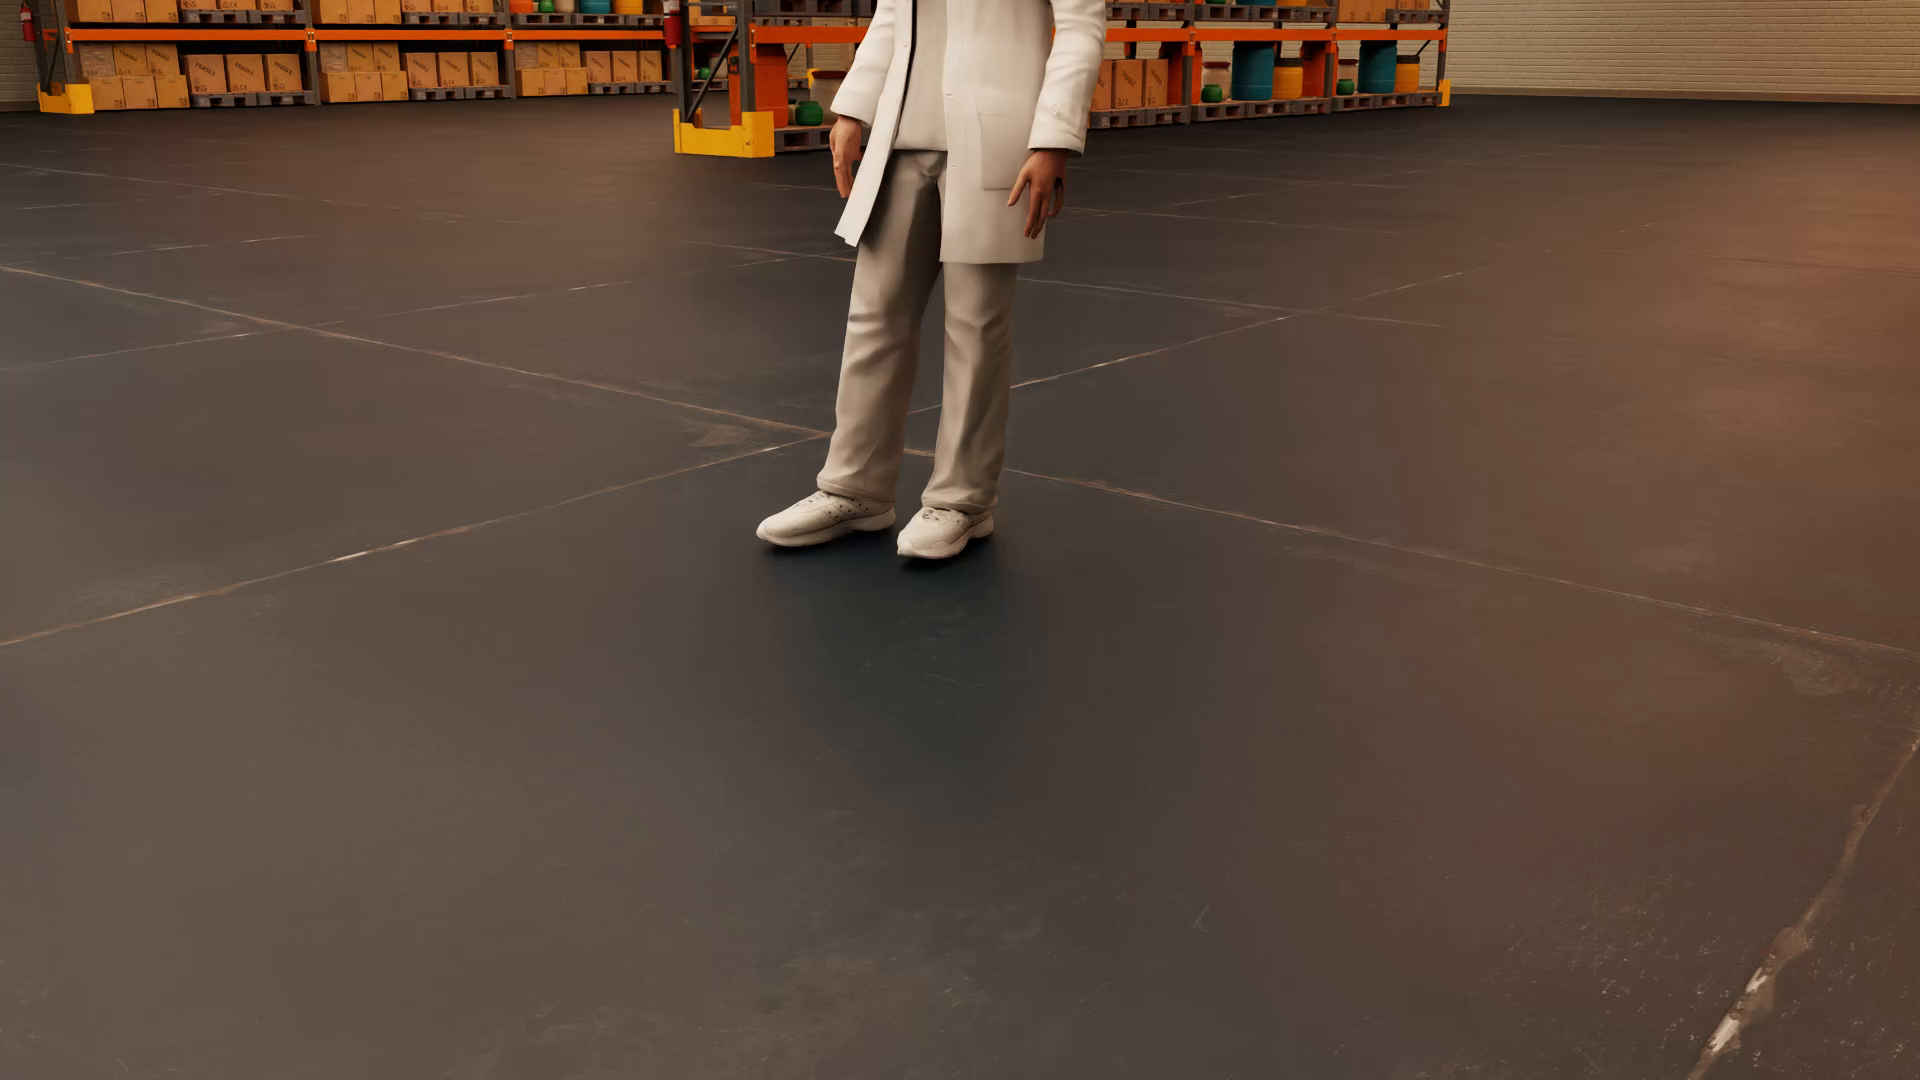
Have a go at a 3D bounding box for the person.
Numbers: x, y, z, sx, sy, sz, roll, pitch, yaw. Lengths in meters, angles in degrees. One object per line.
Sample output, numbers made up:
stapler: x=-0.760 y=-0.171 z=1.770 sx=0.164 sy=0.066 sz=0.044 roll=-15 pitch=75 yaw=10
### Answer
person: x=-0.061 y=-0.838 z=3.618 sx=0.694 sy=1.776 sz=0.581 roll=13 pitch=21 yaw=37
